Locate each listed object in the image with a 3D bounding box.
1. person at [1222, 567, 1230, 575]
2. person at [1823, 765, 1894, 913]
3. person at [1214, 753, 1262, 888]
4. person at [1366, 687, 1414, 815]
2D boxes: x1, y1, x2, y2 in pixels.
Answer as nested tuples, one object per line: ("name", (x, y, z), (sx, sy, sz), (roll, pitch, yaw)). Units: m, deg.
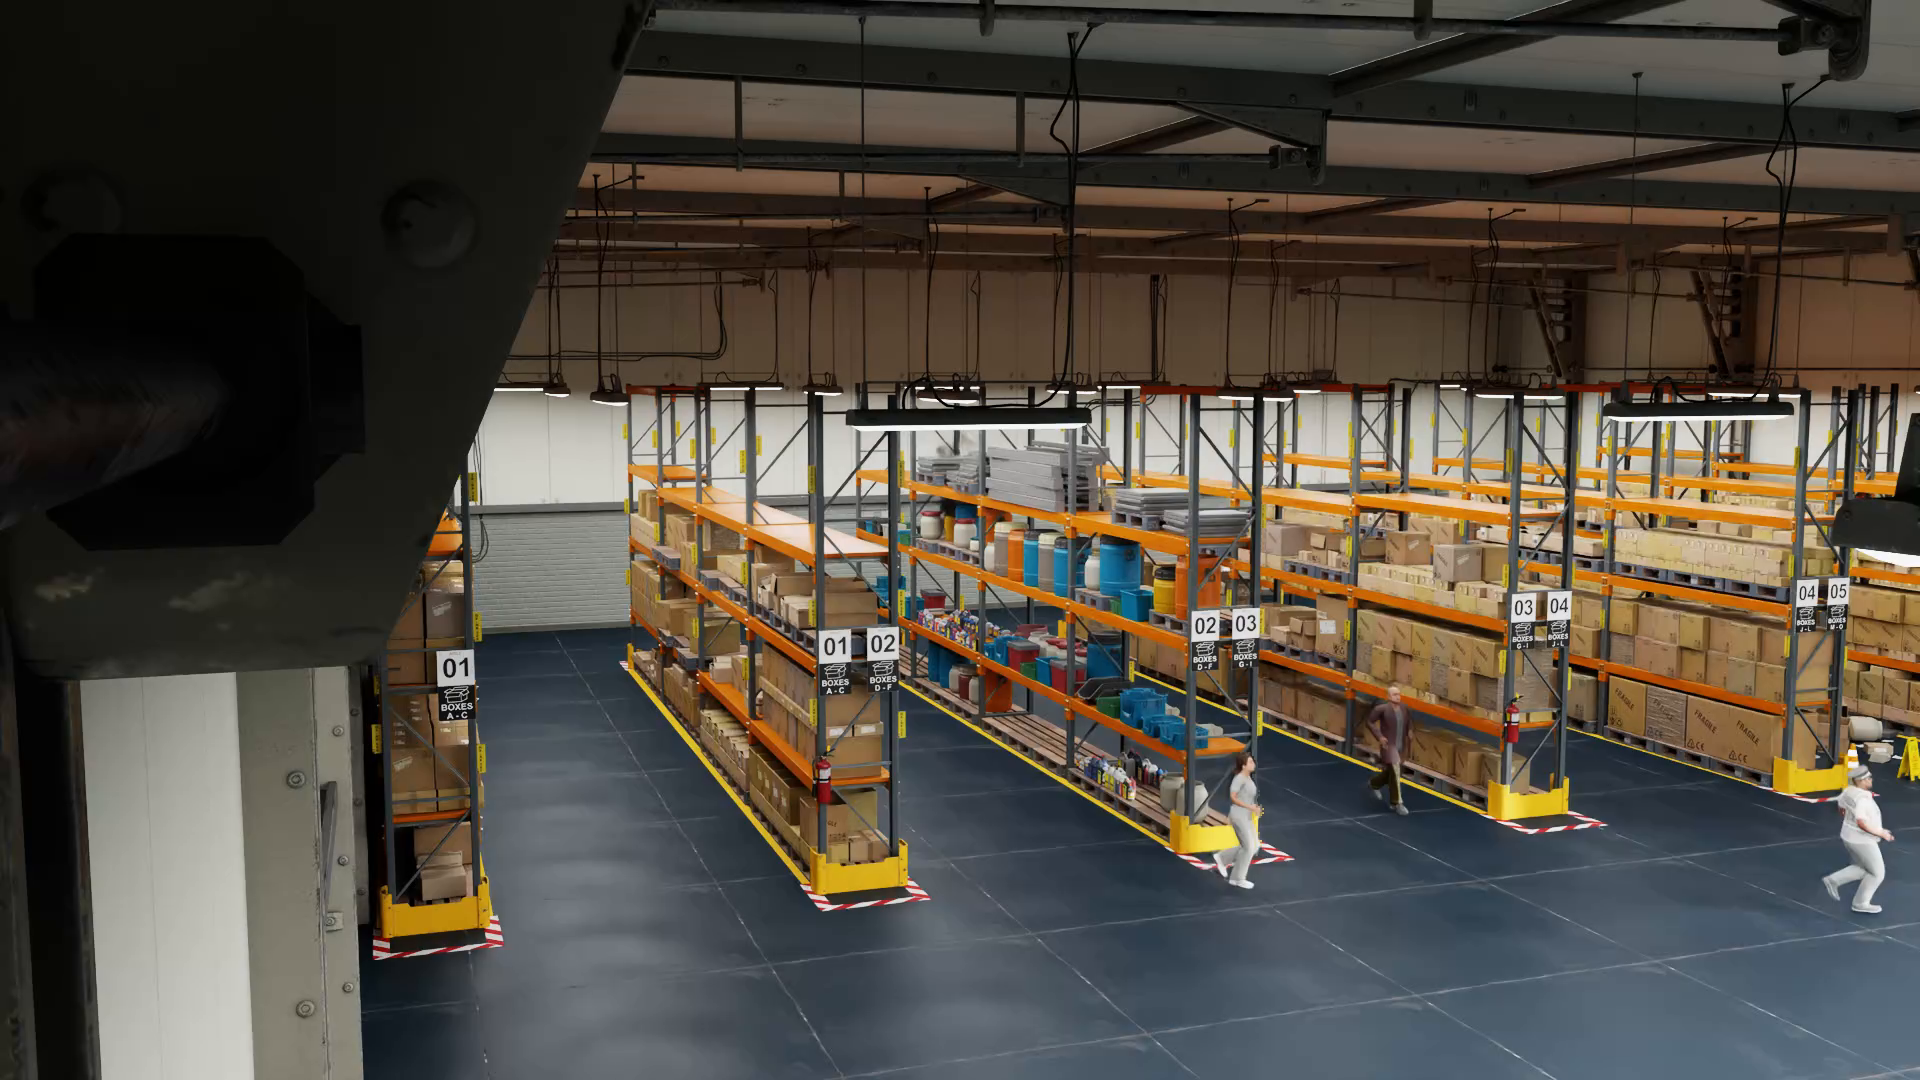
("person", (6.103, 1.469, 38.901), (0.718, 1.710, 0.895), (-1, 6, -13))
("person", (10.466, 3.469, 19.355), (0.608, 1.730, 0.661), (1, 6, 8))
("person", (3.453, 3.427, 20.492), (0.617, 1.619, 0.591), (3, 7, 26))
("person", (6.178, 2.971, 23.854), (0.702, 1.766, 0.965), (-3, 7, -25))
